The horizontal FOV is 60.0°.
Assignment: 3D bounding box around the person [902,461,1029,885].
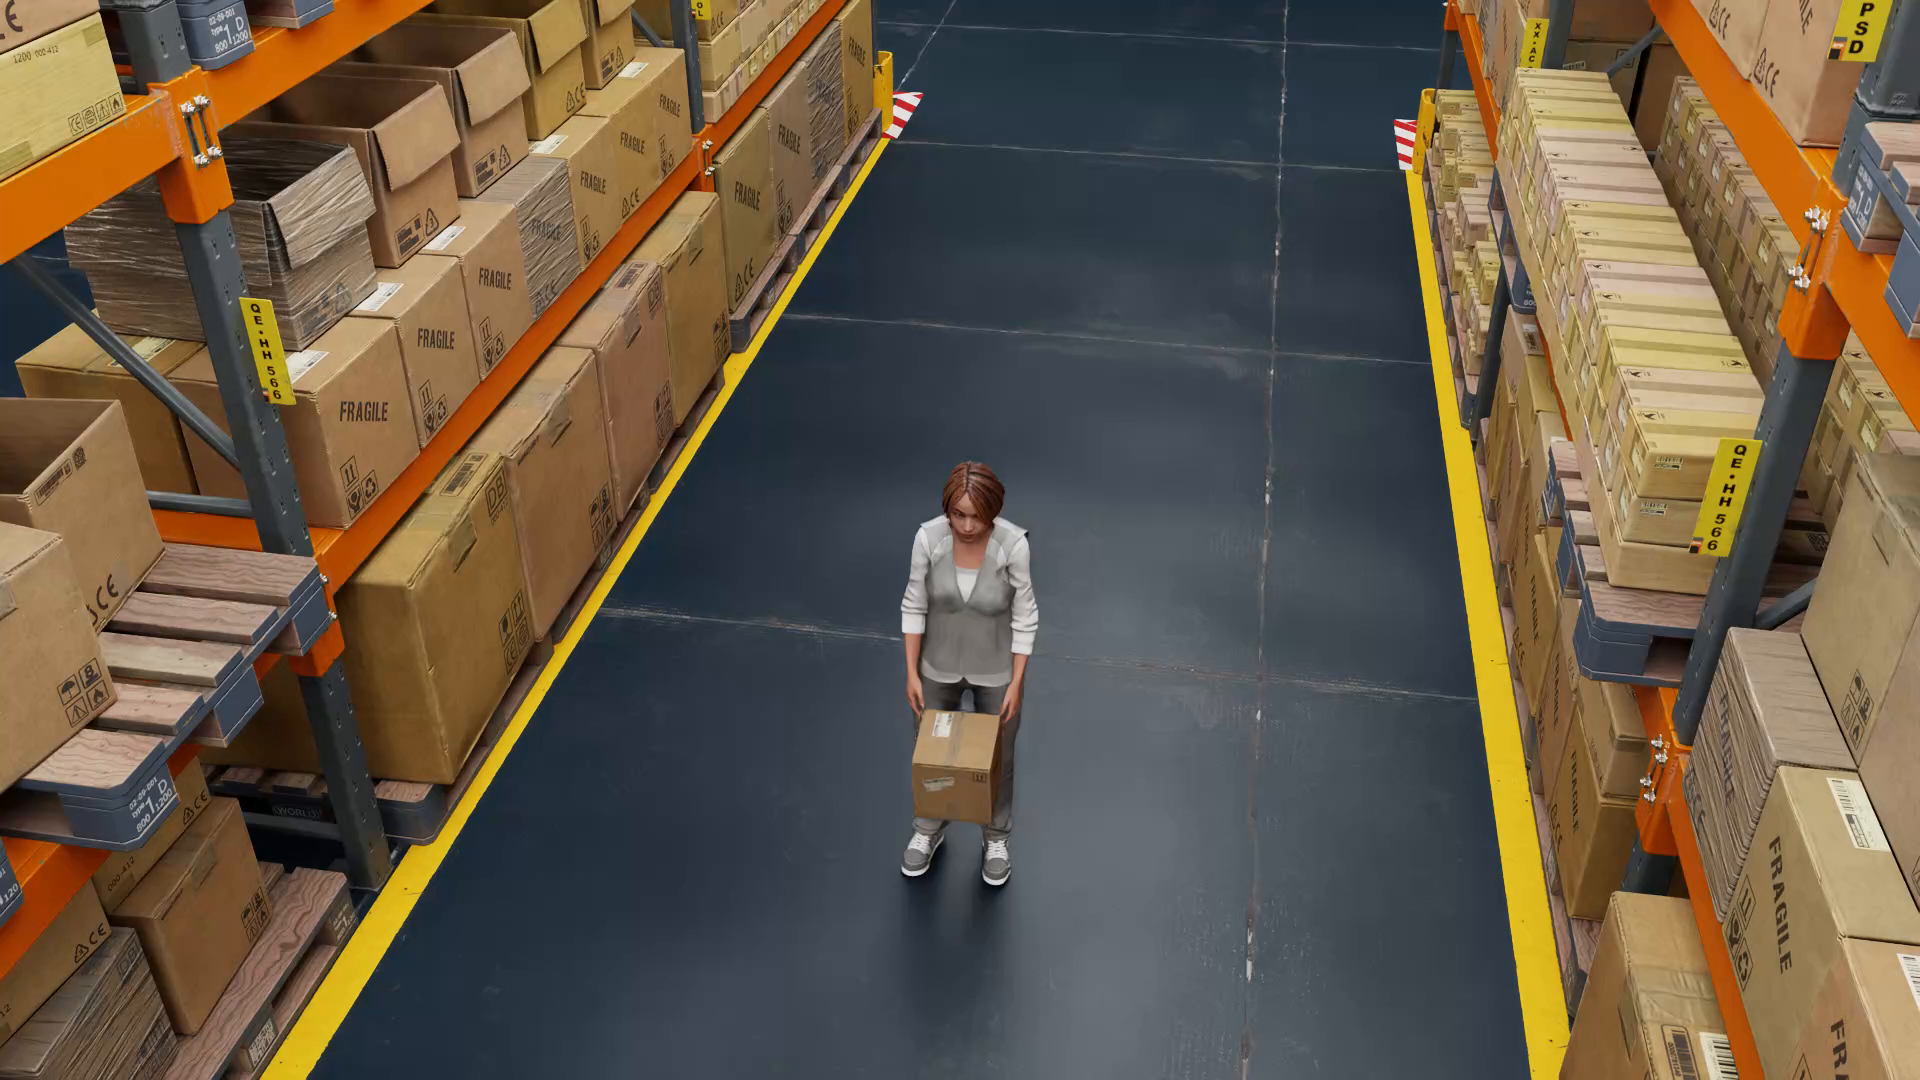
[{"bbox_3d":[0.023,0.440,5.460,0.434,1.600,0.347,5,33,7],"label":"person"}]
